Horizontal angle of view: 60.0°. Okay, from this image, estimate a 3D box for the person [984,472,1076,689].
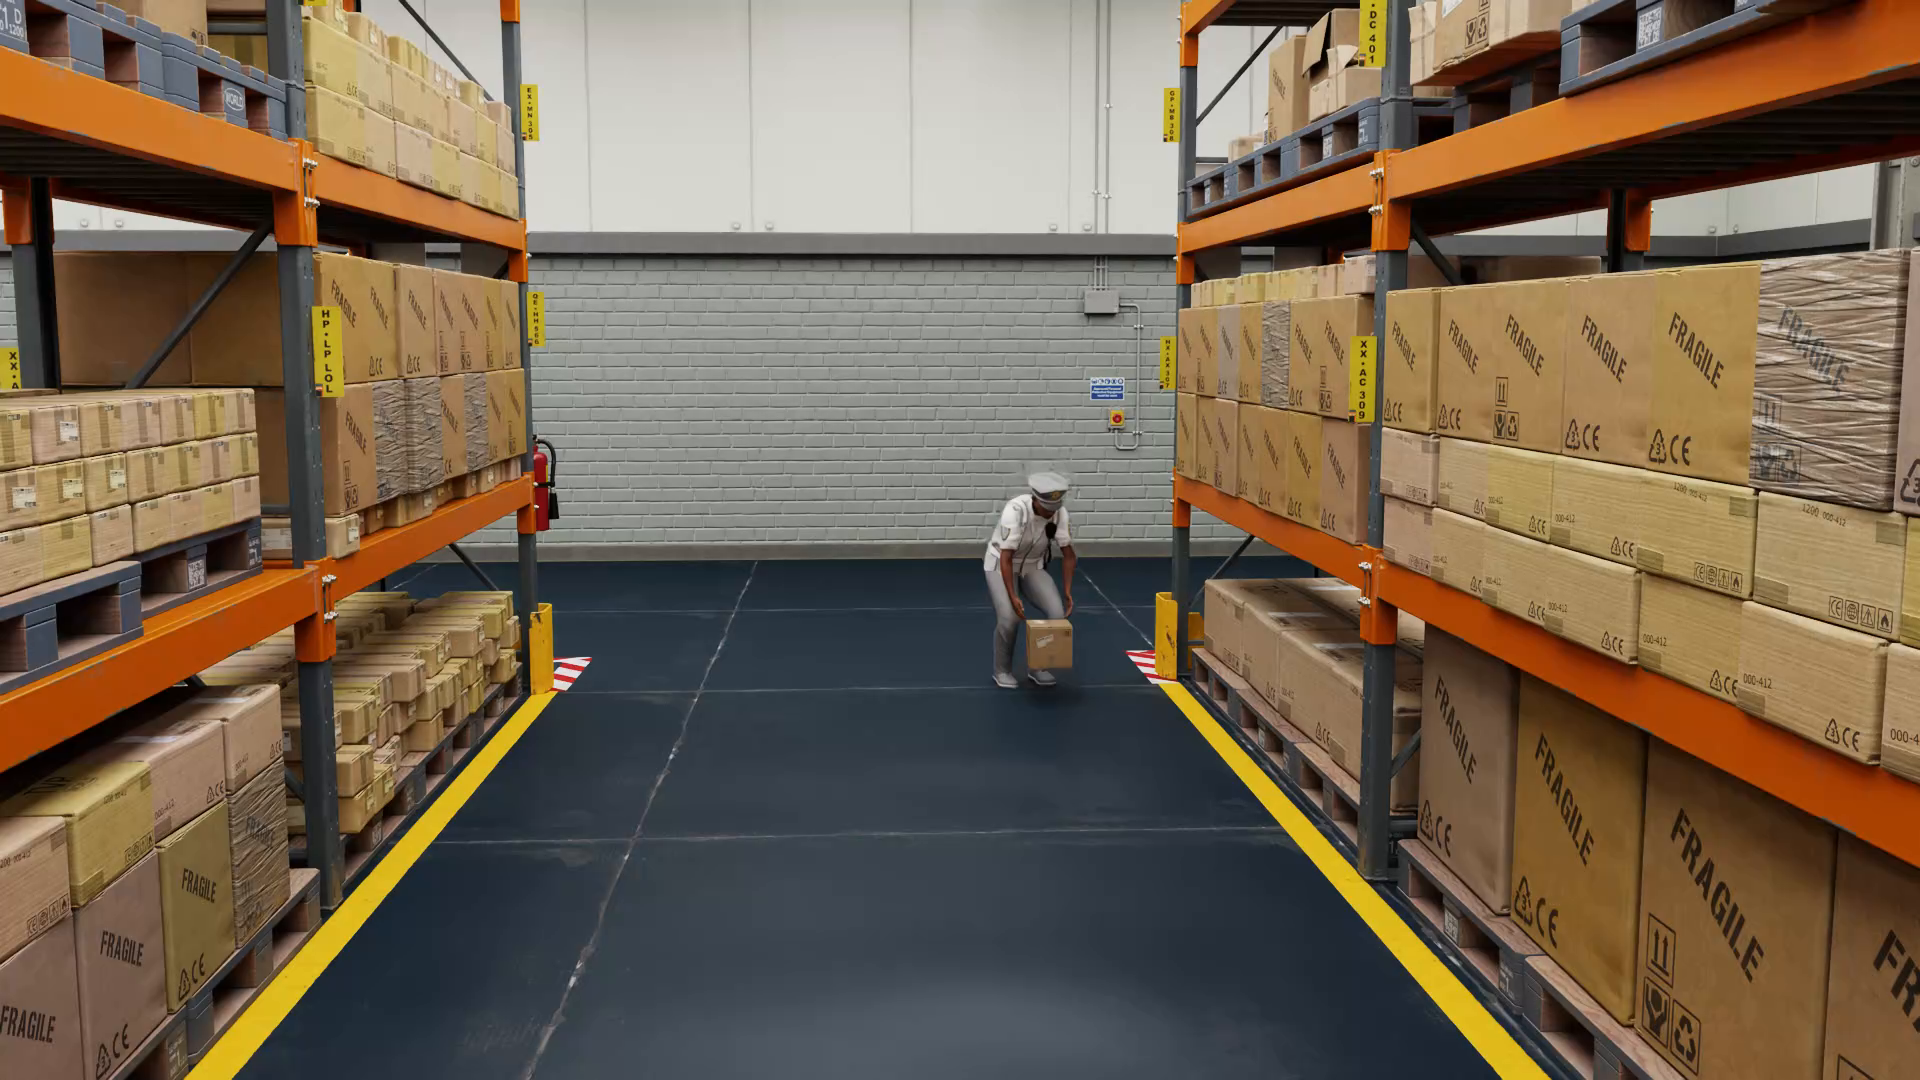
[{"bbox_3d":[0.444,0.238,10.204,0.497,1.333,0.738,-2,7,-19],"label":"person"}]
